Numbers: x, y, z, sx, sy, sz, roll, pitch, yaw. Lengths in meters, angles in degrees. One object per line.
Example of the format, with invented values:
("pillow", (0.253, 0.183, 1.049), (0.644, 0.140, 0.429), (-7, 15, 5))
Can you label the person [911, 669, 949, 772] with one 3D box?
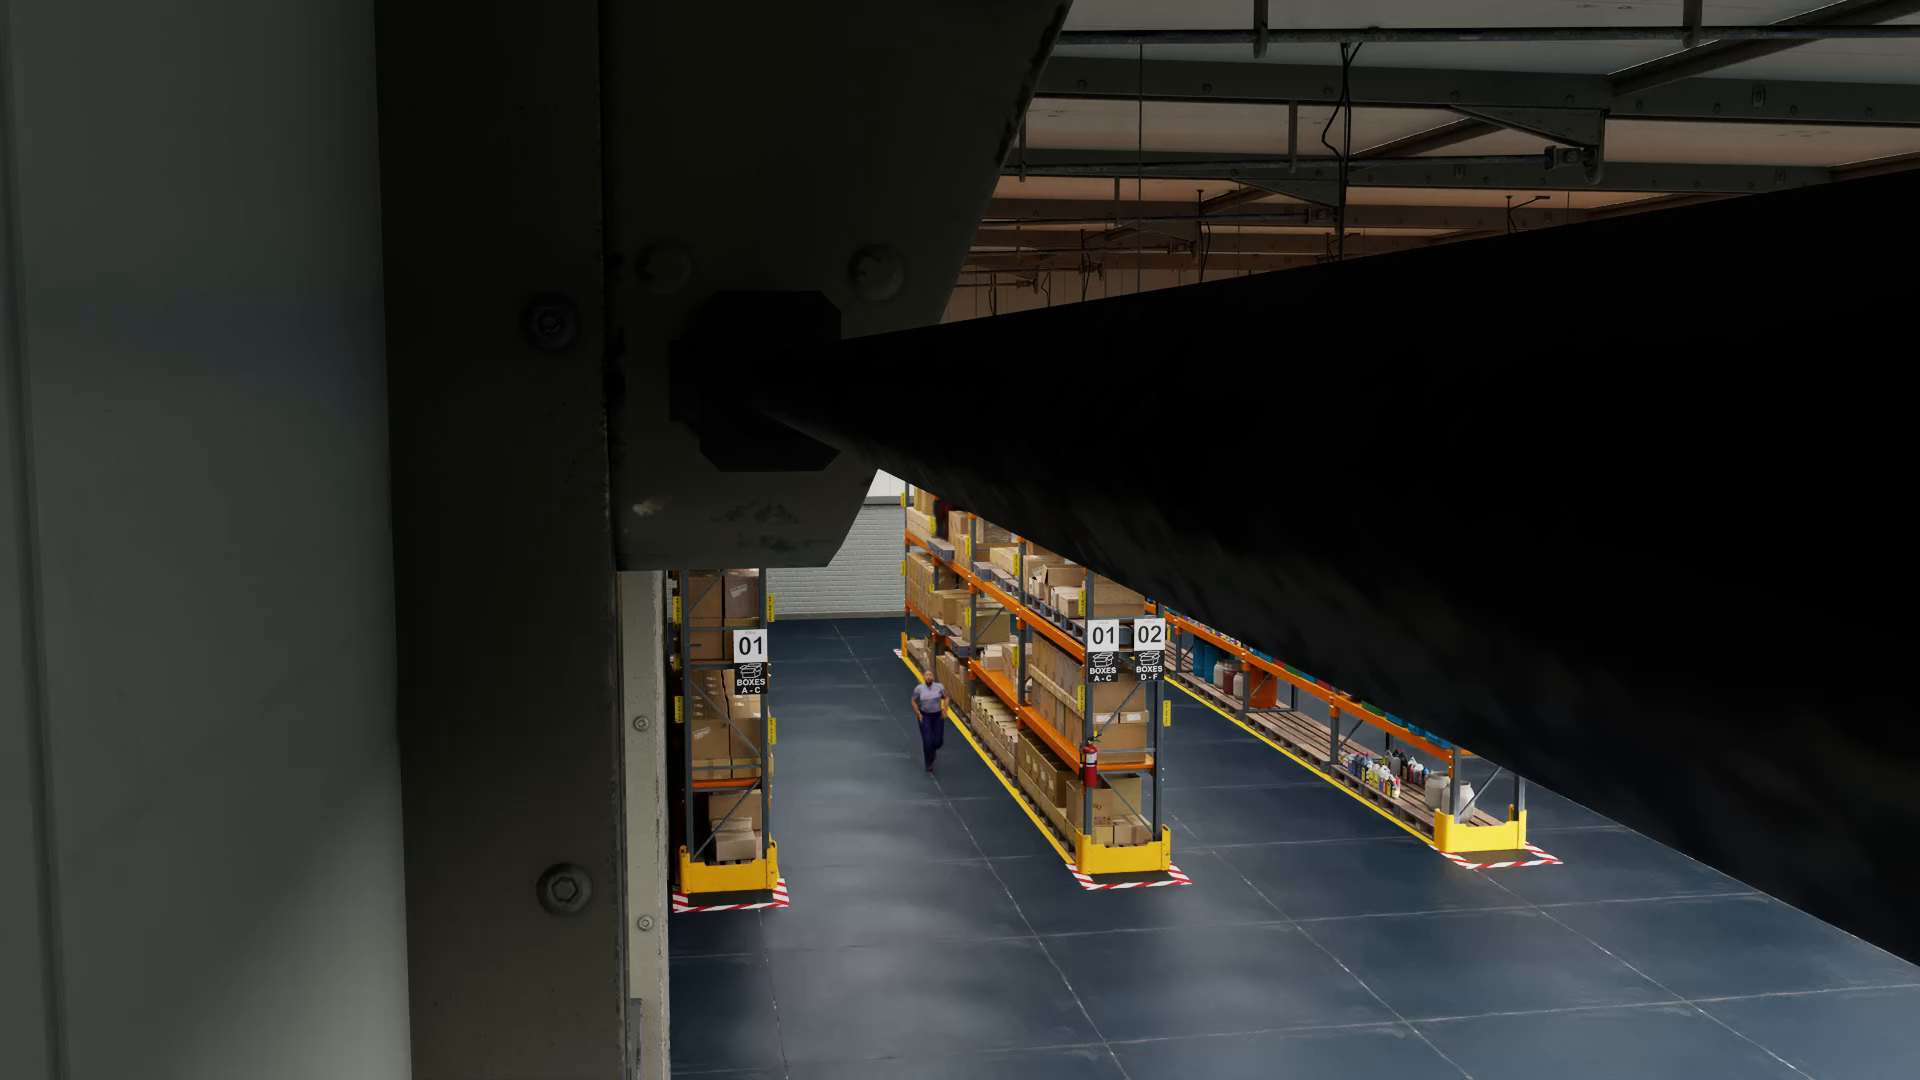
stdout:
("person", (-0.466, 2.827, 26.216), (0.605, 1.616, 0.515), (-1, 6, -7))
